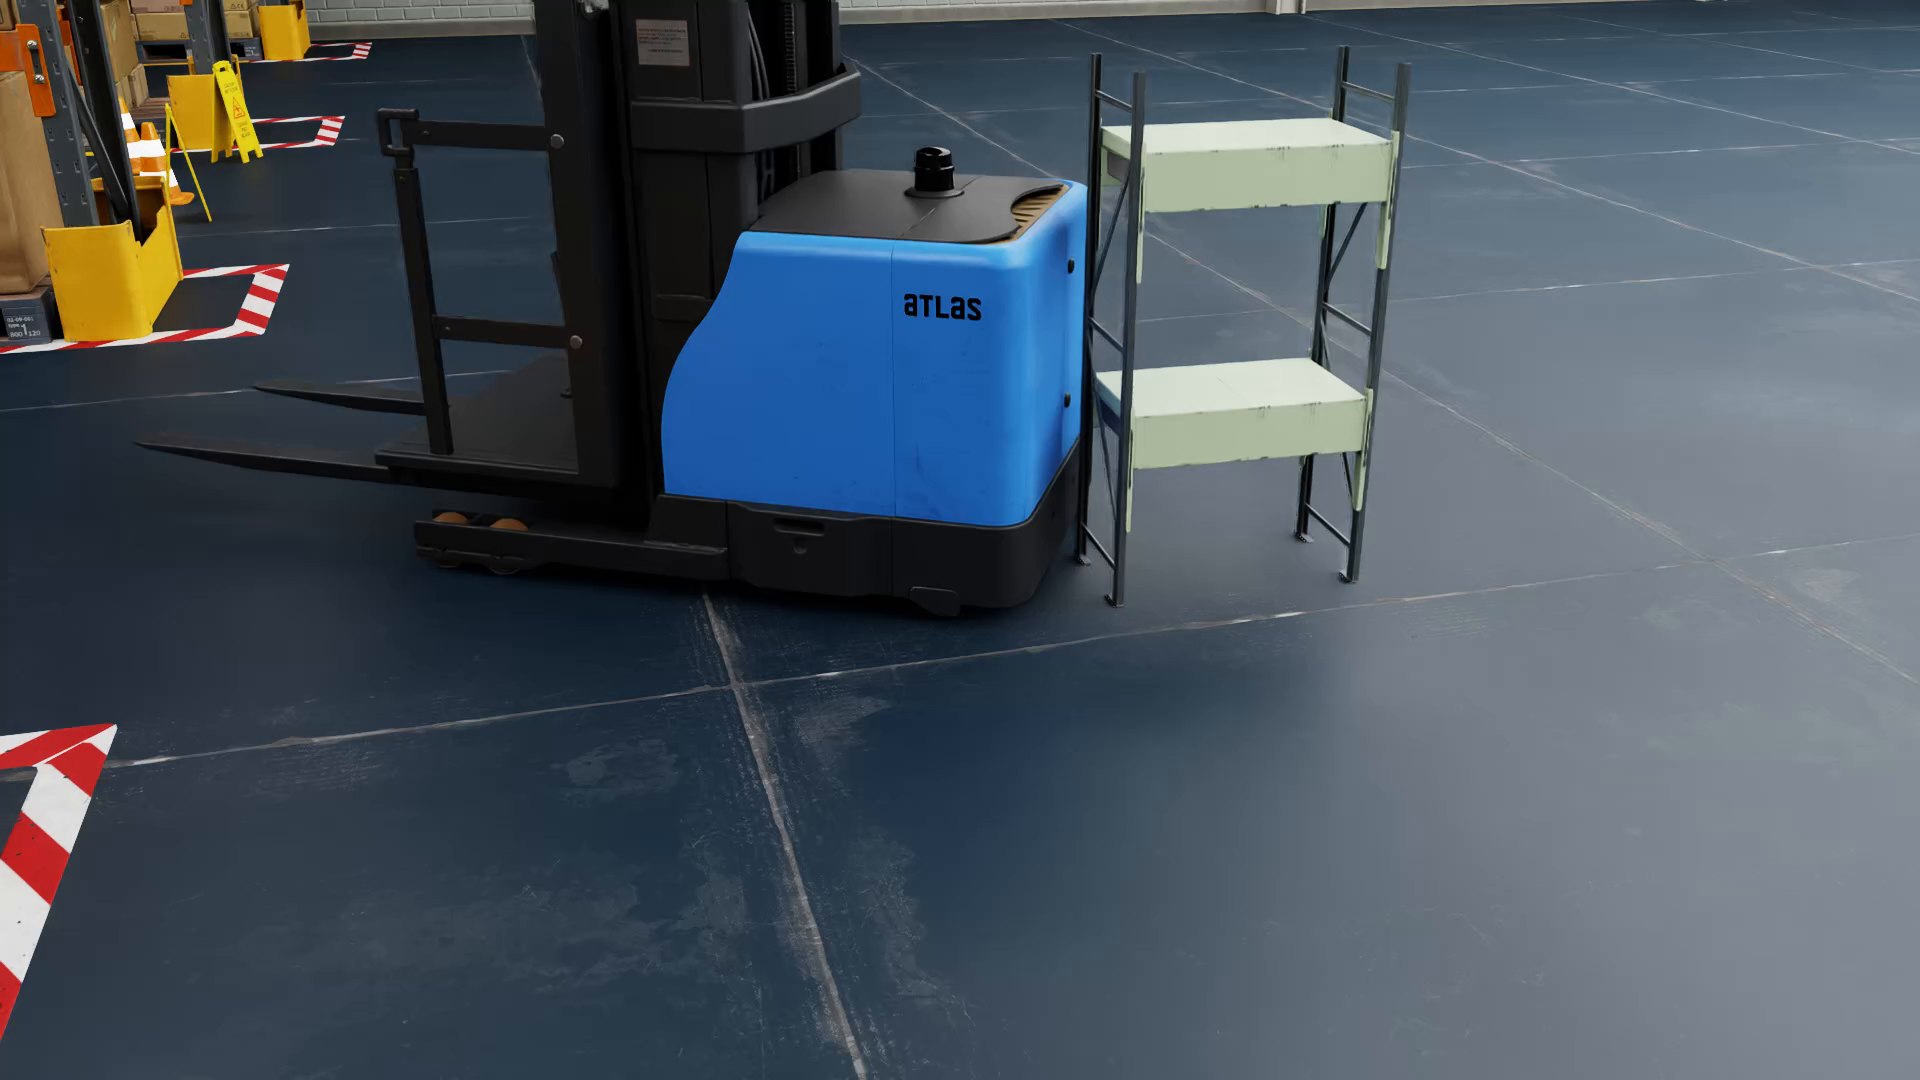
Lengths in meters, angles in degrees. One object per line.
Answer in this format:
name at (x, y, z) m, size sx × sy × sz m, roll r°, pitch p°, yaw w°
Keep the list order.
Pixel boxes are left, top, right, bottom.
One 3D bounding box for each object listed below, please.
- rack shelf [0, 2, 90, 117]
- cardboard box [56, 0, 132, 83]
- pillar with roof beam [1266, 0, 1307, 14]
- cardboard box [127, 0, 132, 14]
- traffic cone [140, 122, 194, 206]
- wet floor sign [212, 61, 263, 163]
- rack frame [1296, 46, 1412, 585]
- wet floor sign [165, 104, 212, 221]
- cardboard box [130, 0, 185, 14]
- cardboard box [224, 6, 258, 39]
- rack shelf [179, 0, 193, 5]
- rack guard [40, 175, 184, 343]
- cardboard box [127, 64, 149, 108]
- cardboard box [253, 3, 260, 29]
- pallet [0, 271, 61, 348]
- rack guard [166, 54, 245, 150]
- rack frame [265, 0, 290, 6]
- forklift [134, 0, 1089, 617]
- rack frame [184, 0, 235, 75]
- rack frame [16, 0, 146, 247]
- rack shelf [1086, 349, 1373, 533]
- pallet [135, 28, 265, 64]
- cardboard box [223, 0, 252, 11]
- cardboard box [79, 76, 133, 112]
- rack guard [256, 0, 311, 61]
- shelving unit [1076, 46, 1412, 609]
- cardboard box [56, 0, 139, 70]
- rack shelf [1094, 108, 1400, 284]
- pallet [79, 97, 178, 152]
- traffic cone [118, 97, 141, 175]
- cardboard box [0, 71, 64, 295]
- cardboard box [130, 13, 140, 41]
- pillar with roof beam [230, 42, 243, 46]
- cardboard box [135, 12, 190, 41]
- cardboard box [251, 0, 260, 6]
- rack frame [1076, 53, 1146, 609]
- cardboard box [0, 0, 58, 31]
rack shelf at (-5.849, -1.926, 6.846) m, size 4.000 × 0.370 × 1.077 m, roll -6°, pitch 24°, yaw -14°
cardboard box at (-6.059, -3.428, 11.438) m, size 0.500 × 0.500 × 0.500 m, roll -6°, pitch 24°, yaw -14°
pillar with roof beam at (5.100, -8.891, 14.558) m, size 0.400 × 9.000 × 9.100 m, roll -6°, pitch 24°, yaw -14°
cardboard box at (-8.064, -5.098, 15.648) m, size 0.500 × 0.250 × 0.500 m, roll -7°, pitch 24°, yaw -16°
traffic cone at (-4.797, -2.251, 9.910) m, size 0.334 × 0.463 × 0.336 m, roll -6°, pitch 24°, yaw -14°
wet floor sign at (-4.886, -2.870, 11.120) m, size 0.232 × 0.644 × 0.267 m, roll 2°, pitch 23°, yaw 4°
rack frame at (1.128, -0.634, 4.826) m, size 0.023 × 1.500 × 0.400 m, roll -5°, pitch 24°, yaw -12°
wet floor sign at (-4.431, -2.142, 9.424) m, size 0.232 × 0.644 × 0.267 m, roll -11°, pitch 25°, yaw -23°
cardboard box at (-7.573, -5.161, 15.795) m, size 0.500 × 0.250 × 0.500 m, roll -7°, pitch 24°, yaw -15°
cardboard box at (-7.070, -4.981, 16.010) m, size 0.500 × 0.250 × 0.500 m, roll -6°, pitch 24°, yaw -14°
rack shelf at (-7.284, -3.794, 11.201) m, size 4.000 × 0.370 × 1.077 m, roll -6°, pitch 24°, yaw -14°
rack guard at (-3.901, -1.323, 7.700) m, size 0.348 × 0.500 × 1.175 m, roll -6°, pitch 24°, yaw -14°
cardboard box at (-6.210, -3.286, 12.059) m, size 0.500 × 0.250 × 0.500 m, roll -7°, pitch 24°, yaw -15°
cardboard box at (-7.228, -5.173, 16.457) m, size 0.500 × 0.250 × 0.500 m, roll -6°, pitch 24°, yaw -14°
pallet at (-4.673, -1.073, 7.483) m, size 1.213 × 0.211 × 1.003 m, roll -6°, pitch 24°, yaw -14°
rack guard at (-5.431, -3.181, 12.030) m, size 0.348 × 0.500 × 1.175 m, roll -6°, pitch 24°, yaw -14°
rack frame at (-6.703, -6.222, 15.947) m, size 0.127 × 3.000 × 1.000 m, roll -6°, pitch 24°, yaw -14°
forklift at (-1.153, -1.435, 4.877) m, size 3.031 × 2.935 × 1.130 m, roll 6°, pitch 24°, yaw 14°
rack frame at (-5.358, -4.338, 11.556) m, size 0.127 × 3.000 × 1.000 m, roll -6°, pitch 24°, yaw -14°
rack frame at (-3.924, -2.469, 7.201) m, size 0.127 × 3.000 × 1.000 m, roll -6°, pitch 24°, yaw -14°
rack shelf at (0.771, -0.302, 4.878) m, size 0.720 × 0.370 × 0.431 m, roll -5°, pitch 24°, yaw -12°
pallet at (-7.428, -4.843, 16.270) m, size 1.213 × 0.211 × 1.003 m, roll -6°, pitch 24°, yaw -14°
cardboard box at (-7.087, -5.211, 15.910) m, size 0.500 × 0.250 × 0.500 m, roll -7°, pitch 24°, yaw -15°
cardboard box at (-6.087, -3.076, 11.570) m, size 0.500 × 0.250 × 0.500 m, roll -6°, pitch 24°, yaw -15°
rack guard at (-6.679, -5.076, 16.445) m, size 0.348 × 0.500 × 1.175 m, roll -6°, pitch 24°, yaw -14°
shelving unit at (0.771, -0.601, 4.749) m, size 0.755 × 1.500 × 0.431 m, roll -5°, pitch 24°, yaw -12°
cardboard box at (-6.232, -3.628, 11.905) m, size 0.500 × 0.500 × 0.500 m, roll -7°, pitch 24°, yaw -16°
rack shelf at (0.771, -0.960, 4.595) m, size 0.720 × 0.370 × 0.431 m, roll -5°, pitch 24°, yaw -12°
pallet at (-6.223, -2.975, 11.916) m, size 1.213 × 0.211 × 1.003 m, roll -6°, pitch 24°, yaw -14°
traffic cone at (-5.424, -2.637, 10.808) m, size 0.334 × 0.463 × 0.336 m, roll -6°, pitch 24°, yaw -14°
cardboard box at (-4.559, -1.589, 7.310) m, size 0.875 × 0.875 × 0.875 m, roll -6°, pitch 24°, yaw -14°
cardboard box at (-8.035, -4.882, 15.779) m, size 0.500 × 0.250 × 0.500 m, roll -6°, pitch 24°, yaw -14°
pillar with roof beam at (-6.454, -7.613, 11.579) m, size 0.400 × 9.000 × 9.100 m, roll -6°, pitch 24°, yaw -14°
cardboard box at (-7.551, -4.932, 15.895) m, size 0.500 × 0.250 × 0.500 m, roll -6°, pitch 24°, yaw -14°
cardboard box at (-7.211, -5.410, 16.374) m, size 0.500 × 0.250 × 0.500 m, roll -6°, pitch 24°, yaw -13°
rack frame at (0.415, -0.568, 4.672) m, size 0.023 × 1.500 × 0.400 m, roll -5°, pitch 24°, yaw -12°
cardboard box at (-4.269, -2.482, 7.039) m, size 0.550 × 0.550 × 0.875 m, roll -6°, pitch 24°, yaw -14°
